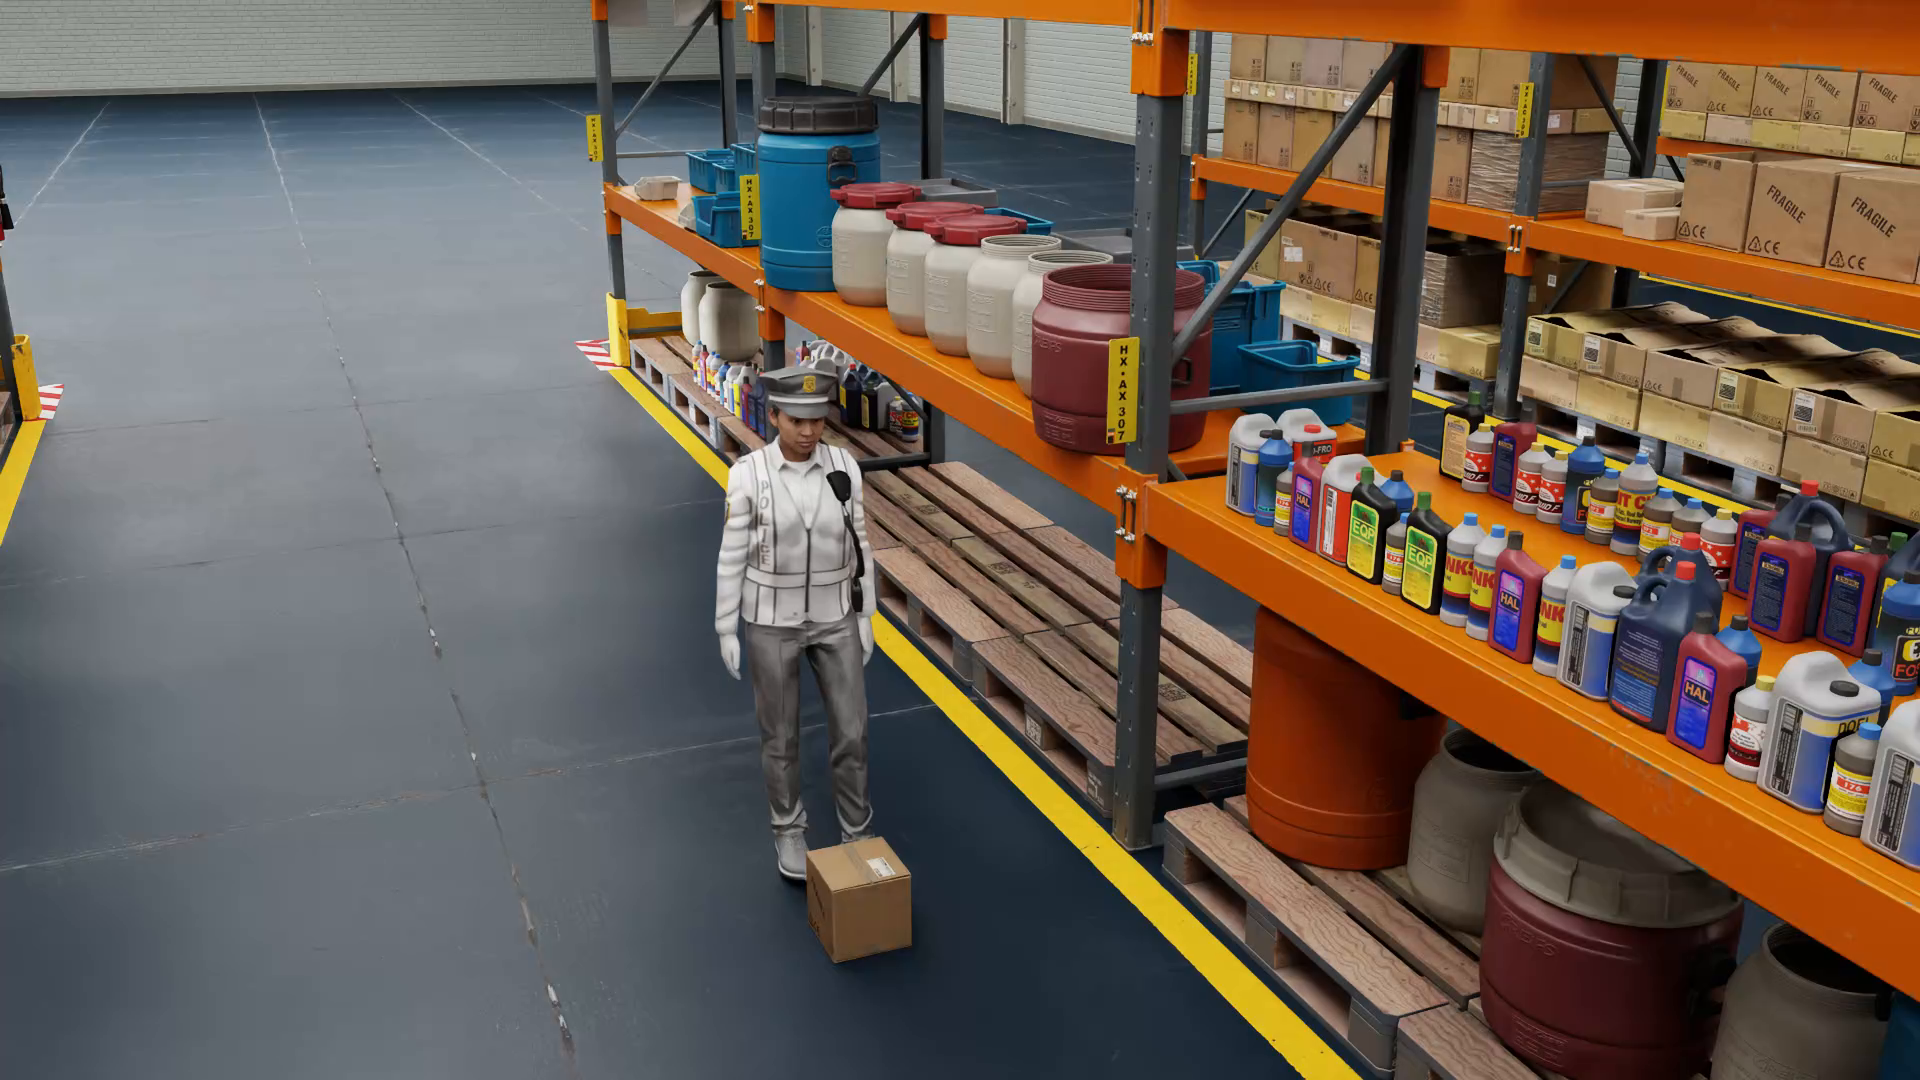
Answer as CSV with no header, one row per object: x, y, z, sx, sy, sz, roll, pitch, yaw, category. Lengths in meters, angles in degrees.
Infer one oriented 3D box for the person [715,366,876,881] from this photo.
-0.500,0.315,5.224,0.522,1.747,0.383,-6,20,-16,person
